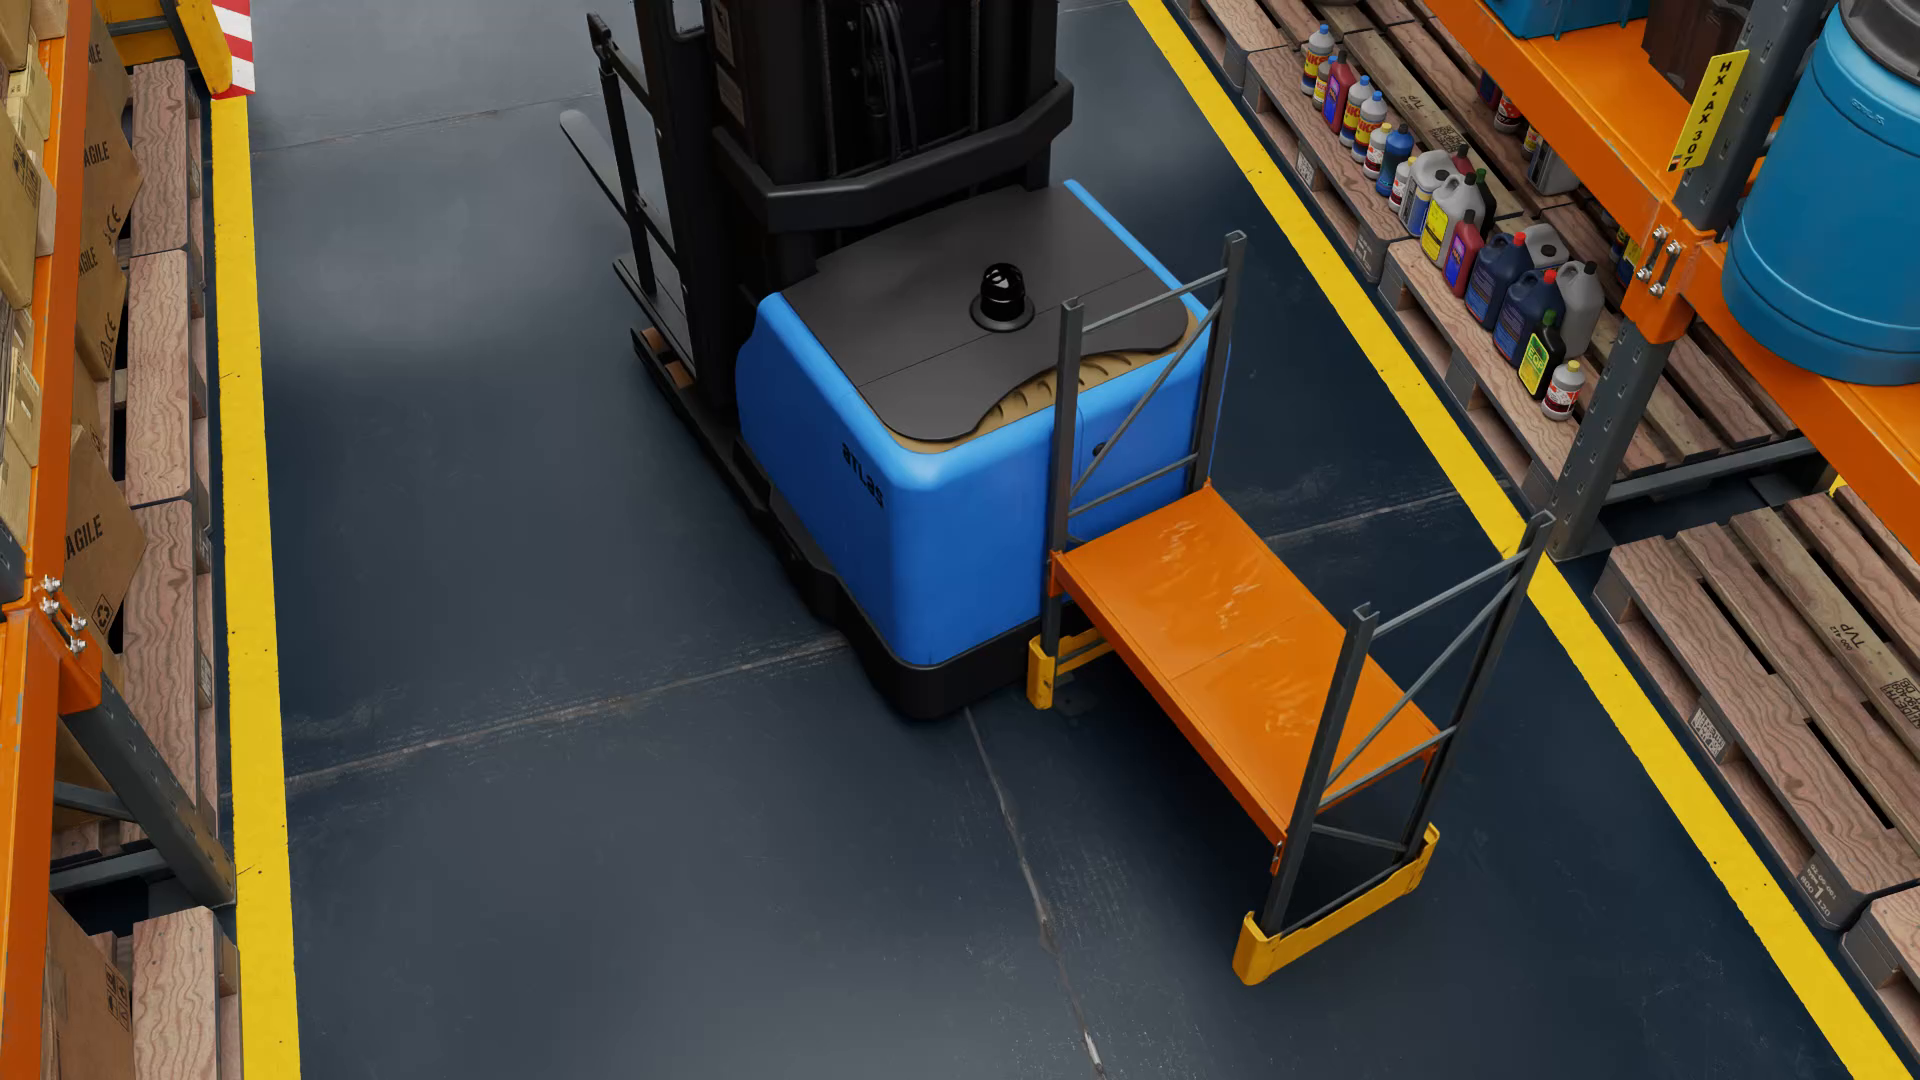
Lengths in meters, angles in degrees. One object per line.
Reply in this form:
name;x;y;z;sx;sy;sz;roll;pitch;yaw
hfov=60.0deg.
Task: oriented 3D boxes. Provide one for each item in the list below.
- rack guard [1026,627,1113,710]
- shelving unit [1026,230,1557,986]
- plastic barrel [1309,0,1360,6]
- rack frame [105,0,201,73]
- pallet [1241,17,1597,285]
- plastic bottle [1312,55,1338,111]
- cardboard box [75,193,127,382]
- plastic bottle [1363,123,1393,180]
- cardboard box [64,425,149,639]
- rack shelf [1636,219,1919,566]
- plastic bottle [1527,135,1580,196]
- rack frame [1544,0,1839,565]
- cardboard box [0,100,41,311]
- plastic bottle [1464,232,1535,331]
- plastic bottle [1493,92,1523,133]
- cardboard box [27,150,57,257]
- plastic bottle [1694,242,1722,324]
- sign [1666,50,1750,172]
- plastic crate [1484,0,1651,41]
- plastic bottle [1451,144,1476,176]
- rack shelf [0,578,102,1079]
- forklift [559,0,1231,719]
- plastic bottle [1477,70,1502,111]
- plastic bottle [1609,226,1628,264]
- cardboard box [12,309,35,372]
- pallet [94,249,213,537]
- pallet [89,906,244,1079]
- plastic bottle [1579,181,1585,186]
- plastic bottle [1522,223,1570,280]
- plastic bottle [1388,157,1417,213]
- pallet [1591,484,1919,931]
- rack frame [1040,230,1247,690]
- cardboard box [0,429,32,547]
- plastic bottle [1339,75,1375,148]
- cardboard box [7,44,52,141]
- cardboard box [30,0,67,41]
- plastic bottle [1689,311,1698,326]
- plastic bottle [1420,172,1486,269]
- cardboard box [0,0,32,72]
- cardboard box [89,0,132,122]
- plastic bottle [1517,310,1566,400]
rack guard;0.460;0.278;4.852;0.587;0.250;0.087;-25;54;-19
shelving unit;0.715;0.202;4.099;0.587;1.500;1.083;-25;54;-19
plastic barrel;1.543;-2.472;6.725;0.421;0.512;0.421;0;50;0
rack frame;-3.604;-2.848;5.689;1.000;3.000;0.127;-13;51;-11
pallet;1.787;-1.540;6.410;1.003;0.211;1.213;-13;51;-11
plastic bottle;1.397;-1.738;6.295;0.097;0.201;0.097;0;50;0
cardboard box;-3.059;-0.828;5.346;0.500;0.500;0.500;-9;50;-8
plastic bottle;1.526;-1.417;6.026;0.097;0.201;0.097;0;50;0
cardboard box;-2.678;0.026;4.627;0.500;0.500;0.500;1;50;1
rack shelf;2.902;0.646;3.214;1.077;0.370;4.000;-13;51;-11
plastic bottle;2.153;-1.390;5.954;0.152;0.276;0.135;-13;51;-11
rack frame;2.310;-1.046;4.170;1.000;3.000;0.127;-13;51;-11
cardboard box;-2.609;-0.771;3.678;0.875;0.500;0.500;-13;51;-11
plastic bottle;1.788;-0.880;5.475;0.144;0.351;0.185;-16;52;-13
plastic bottle;2.065;-1.632;6.207;0.097;0.201;0.097;0;50;0
cardboard box;-2.477;-0.805;4.131;0.380;0.149;0.250;-13;51;-11
plastic bottle;2.513;-0.872;5.517;0.152;0.276;0.135;-12;51;-10
sign;1.782;-1.019;3.966;0.100;0.325;0.005;-13;51;-11
plastic crate;1.724;-1.745;4.857;0.499;0.251;0.616;-13;51;-11
plastic bottle;1.750;-1.238;5.821;0.061;0.283;0.133;-13;51;-11
rack shelf;-1.829;1.766;2.270;1.077;0.370;4.000;-13;51;-11
forklift;-0.463;-1.558;4.647;1.130;2.935;3.031;-25;54;-19
plastic bottle;2.036;-1.777;6.275;0.061;0.283;0.133;-13;51;-11
plastic bottle;2.310;-1.071;5.688;0.097;0.271;0.097;0;50;0
cardboard box;-2.359;-0.433;3.817;0.380;0.149;0.250;-13;51;-11
pallet;-3.018;-0.403;5.452;1.003;0.211;1.213;-13;51;-11
pallet;-2.189;1.540;3.813;1.003;0.211;1.213;-13;51;-11
plastic bottle;2.287;-1.466;5.969;0.144;0.351;0.185;-14;51;-11
plastic bottle;1.922;-0.908;5.547;0.152;0.276;0.135;-13;51;-11
plastic bottle;1.587;-1.267;5.899;0.097;0.201;0.097;0;50;0
pallet;2.580;0.417;4.760;1.003;0.211;1.213;-13;51;-11
rack frame;0.450;-0.138;4.385;0.500;1.500;0.032;-25;54;-19
cardboard box;-2.197;-0.071;3.512;0.380;0.149;0.250;-13;51;-11
plastic bottle;1.467;-1.585;6.121;0.097;0.271;0.097;0;50;0
cardboard box;-2.654;-1.163;4.433;0.380;0.149;0.250;-13;51;-11
cardboard box;-2.778;-1.534;4.745;0.380;0.149;0.250;-13;51;-11
plastic bottle;2.412;-0.850;5.494;0.061;0.283;0.133;-13;51;-11
plastic bottle;1.692;-1.116;5.674;0.144;0.351;0.185;-14;51;-11
cardboard box;-2.962;-1.487;4.282;0.875;0.500;0.500;-13;51;-11
cardboard box;-3.435;-1.718;6.097;0.500;0.500;0.500;-5;50;-4
plastic bottle;1.853;-0.590;5.274;0.061;0.283;0.133;-11;51;-9
